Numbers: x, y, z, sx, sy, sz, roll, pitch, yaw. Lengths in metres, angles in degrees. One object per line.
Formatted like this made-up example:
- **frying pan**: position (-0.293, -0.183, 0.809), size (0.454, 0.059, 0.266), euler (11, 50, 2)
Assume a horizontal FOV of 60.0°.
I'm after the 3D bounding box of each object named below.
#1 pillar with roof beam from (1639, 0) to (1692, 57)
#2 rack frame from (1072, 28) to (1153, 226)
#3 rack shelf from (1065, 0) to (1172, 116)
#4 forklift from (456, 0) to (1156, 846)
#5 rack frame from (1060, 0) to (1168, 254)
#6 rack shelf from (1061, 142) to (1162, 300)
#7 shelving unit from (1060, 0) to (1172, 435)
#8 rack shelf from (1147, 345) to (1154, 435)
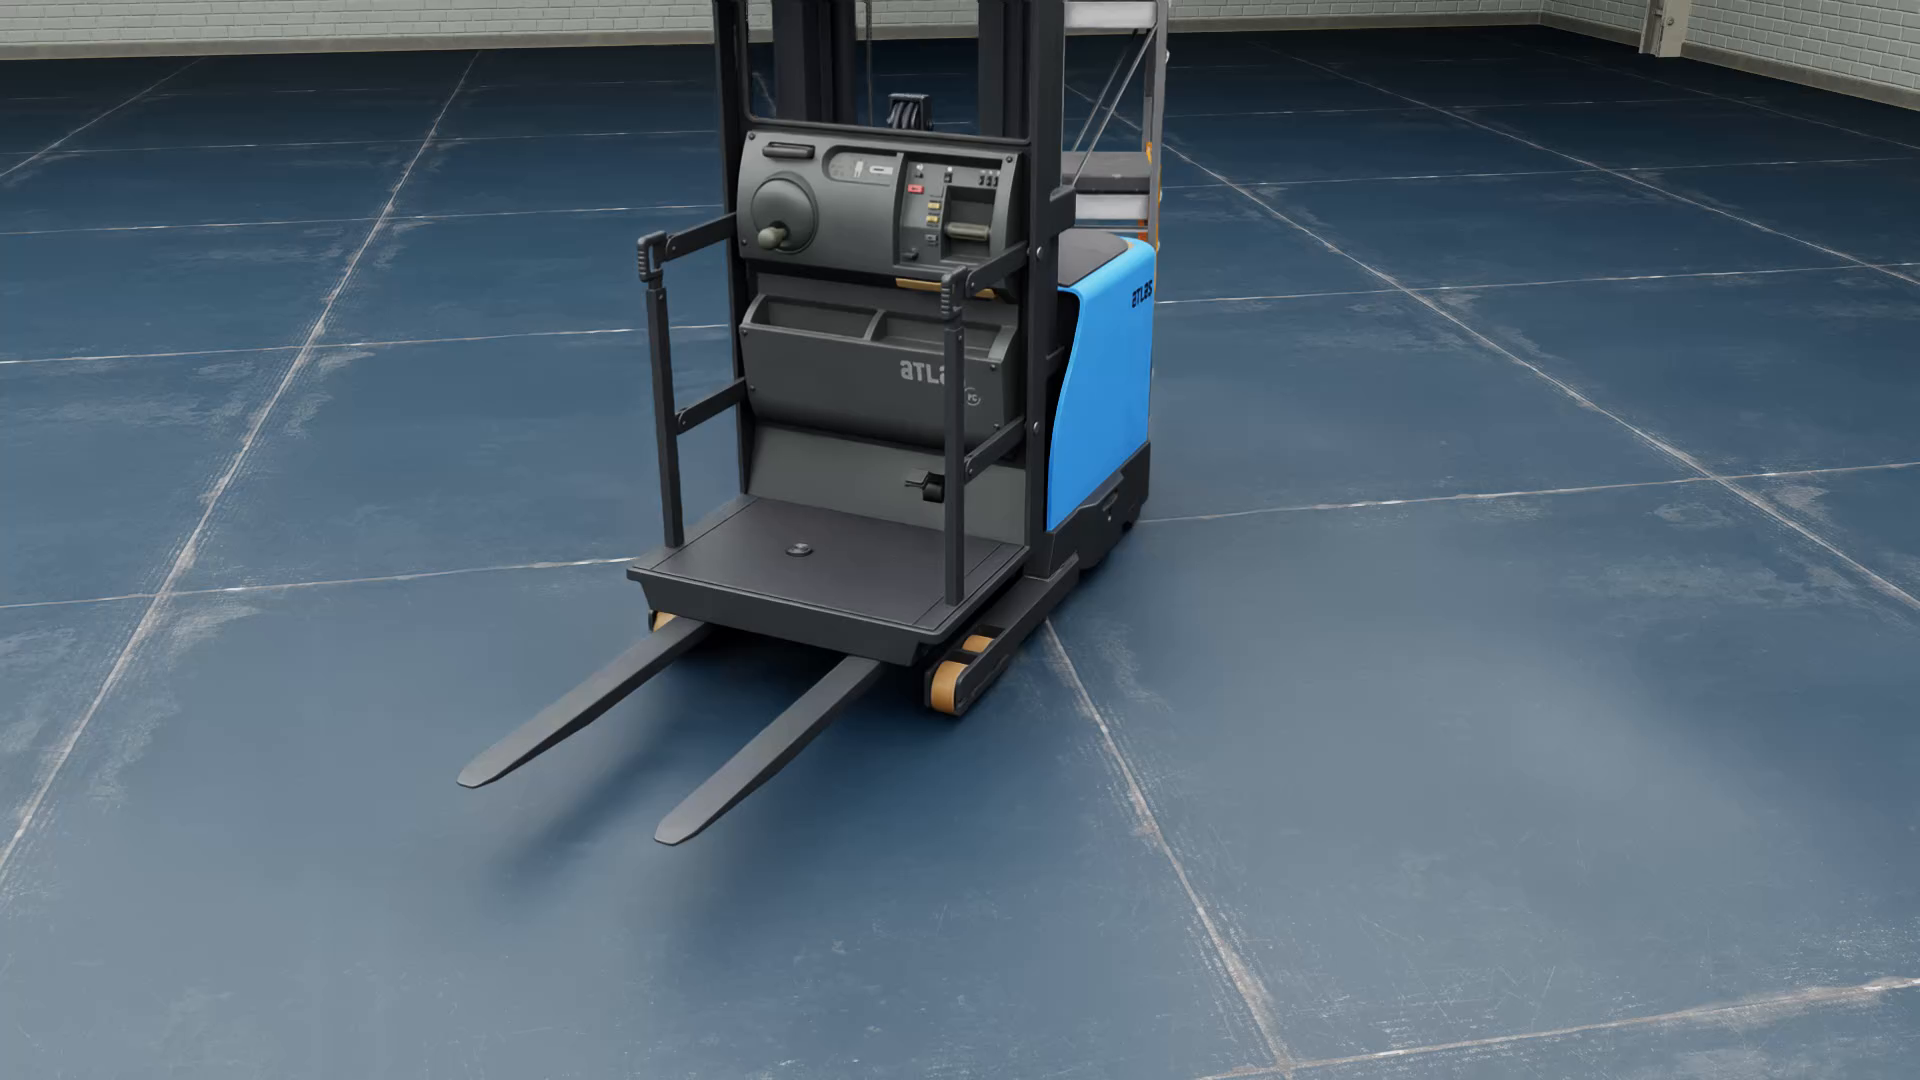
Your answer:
- **pillar with roof beam**: position (3.710, -9.310, 16.323), size (9.100, 9.000, 0.400), euler (-4, 24, -10)
- **rack frame**: position (0.564, -1.373, 6.770), size (0.400, 2.100, 0.015), euler (1, 24, 2)
- **rack shelf**: position (0.556, -1.904, 6.272), size (0.431, 0.518, 0.480), euler (1, 24, 2)
- **forklift**: position (-0.352, -1.009, 4.898), size (1.130, 2.935, 3.031), euler (11, 26, 23)
- **rack frame**: position (0.548, -1.178, 6.323), size (0.400, 2.100, 0.015), euler (1, 24, 2)
- **rack shelf**: position (0.556, -1.263, 6.552), size (0.431, 0.518, 0.480), euler (1, 24, 2)
- **shelving unit**: position (0.556, -1.275, 6.547), size (0.431, 2.100, 0.503), euler (1, 24, 2)
- **rack shelf**: position (0.556, -0.621, 6.833), size (0.431, 0.518, 0.480), euler (1, 24, 2)
